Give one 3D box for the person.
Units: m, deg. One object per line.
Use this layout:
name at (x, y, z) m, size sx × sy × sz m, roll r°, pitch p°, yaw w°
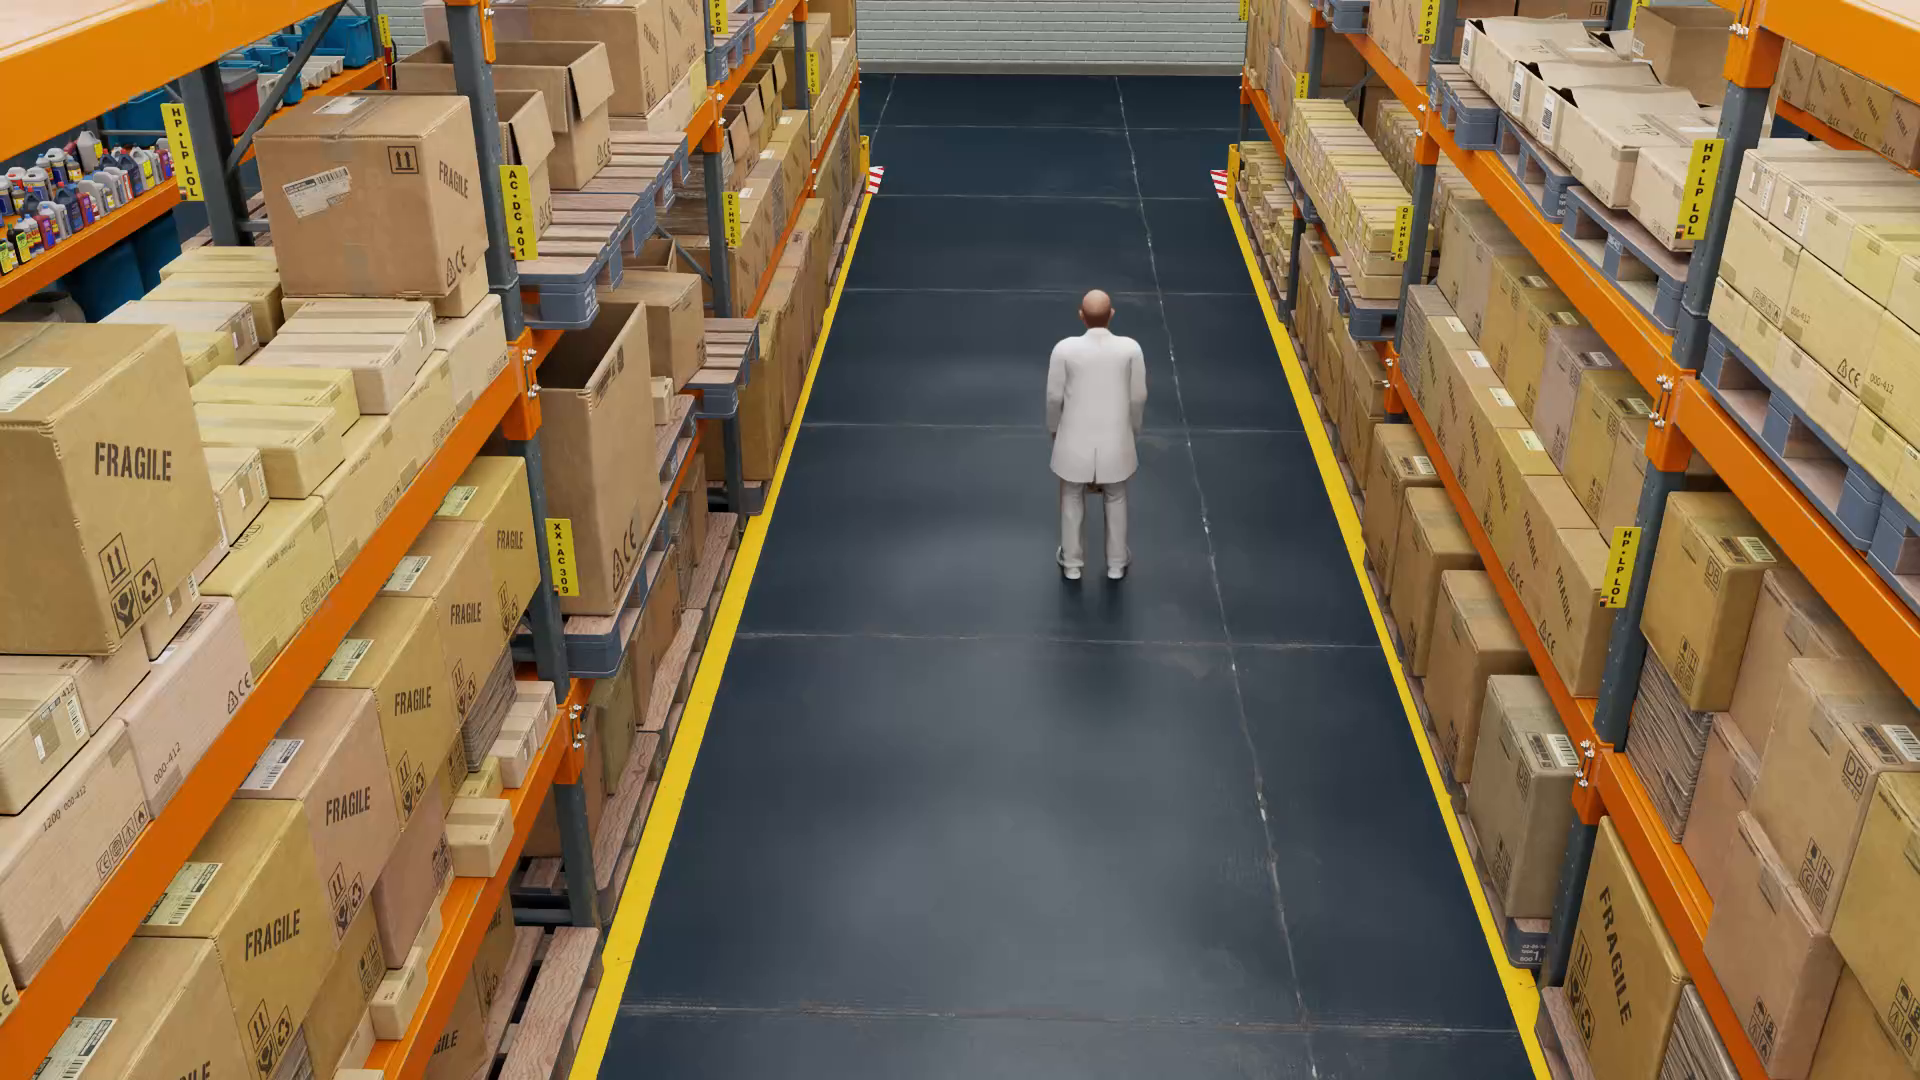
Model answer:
person at (0.789, -0.614, 9.806) m, size 0.589 × 1.778 × 0.424 m, roll 0°, pitch 28°, yaw 1°
